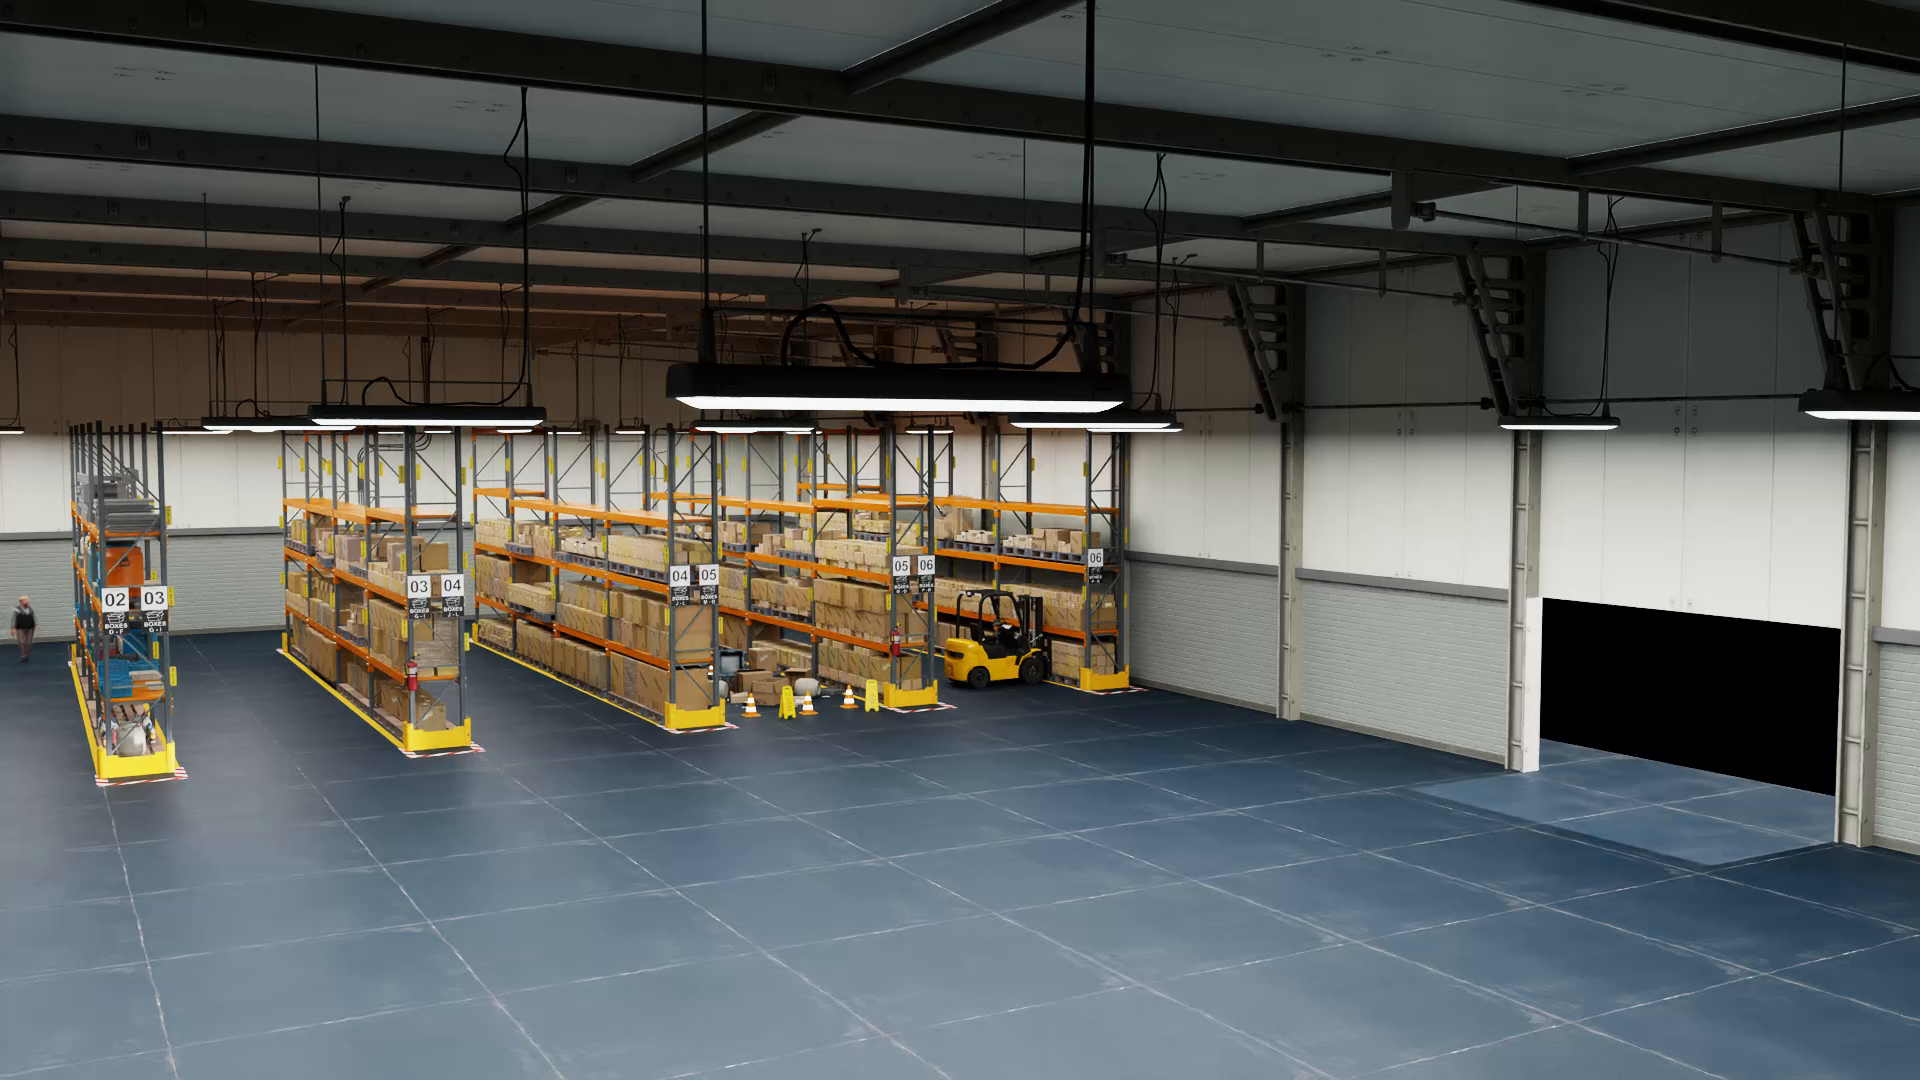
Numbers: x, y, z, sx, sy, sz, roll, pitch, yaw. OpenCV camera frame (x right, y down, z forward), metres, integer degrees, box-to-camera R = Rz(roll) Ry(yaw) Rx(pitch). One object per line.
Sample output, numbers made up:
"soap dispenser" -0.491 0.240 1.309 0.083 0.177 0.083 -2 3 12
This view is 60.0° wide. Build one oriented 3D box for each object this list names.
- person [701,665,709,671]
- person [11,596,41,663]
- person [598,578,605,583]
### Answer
"person" -6.362 2.428 40.650 0.457 1.554 0.378 2 4 27
"person" -23.684 2.260 42.153 0.638 1.664 1.038 -3 5 -41
"person" -10.910 1.757 50.928 0.509 1.671 0.348 -1 4 -21
